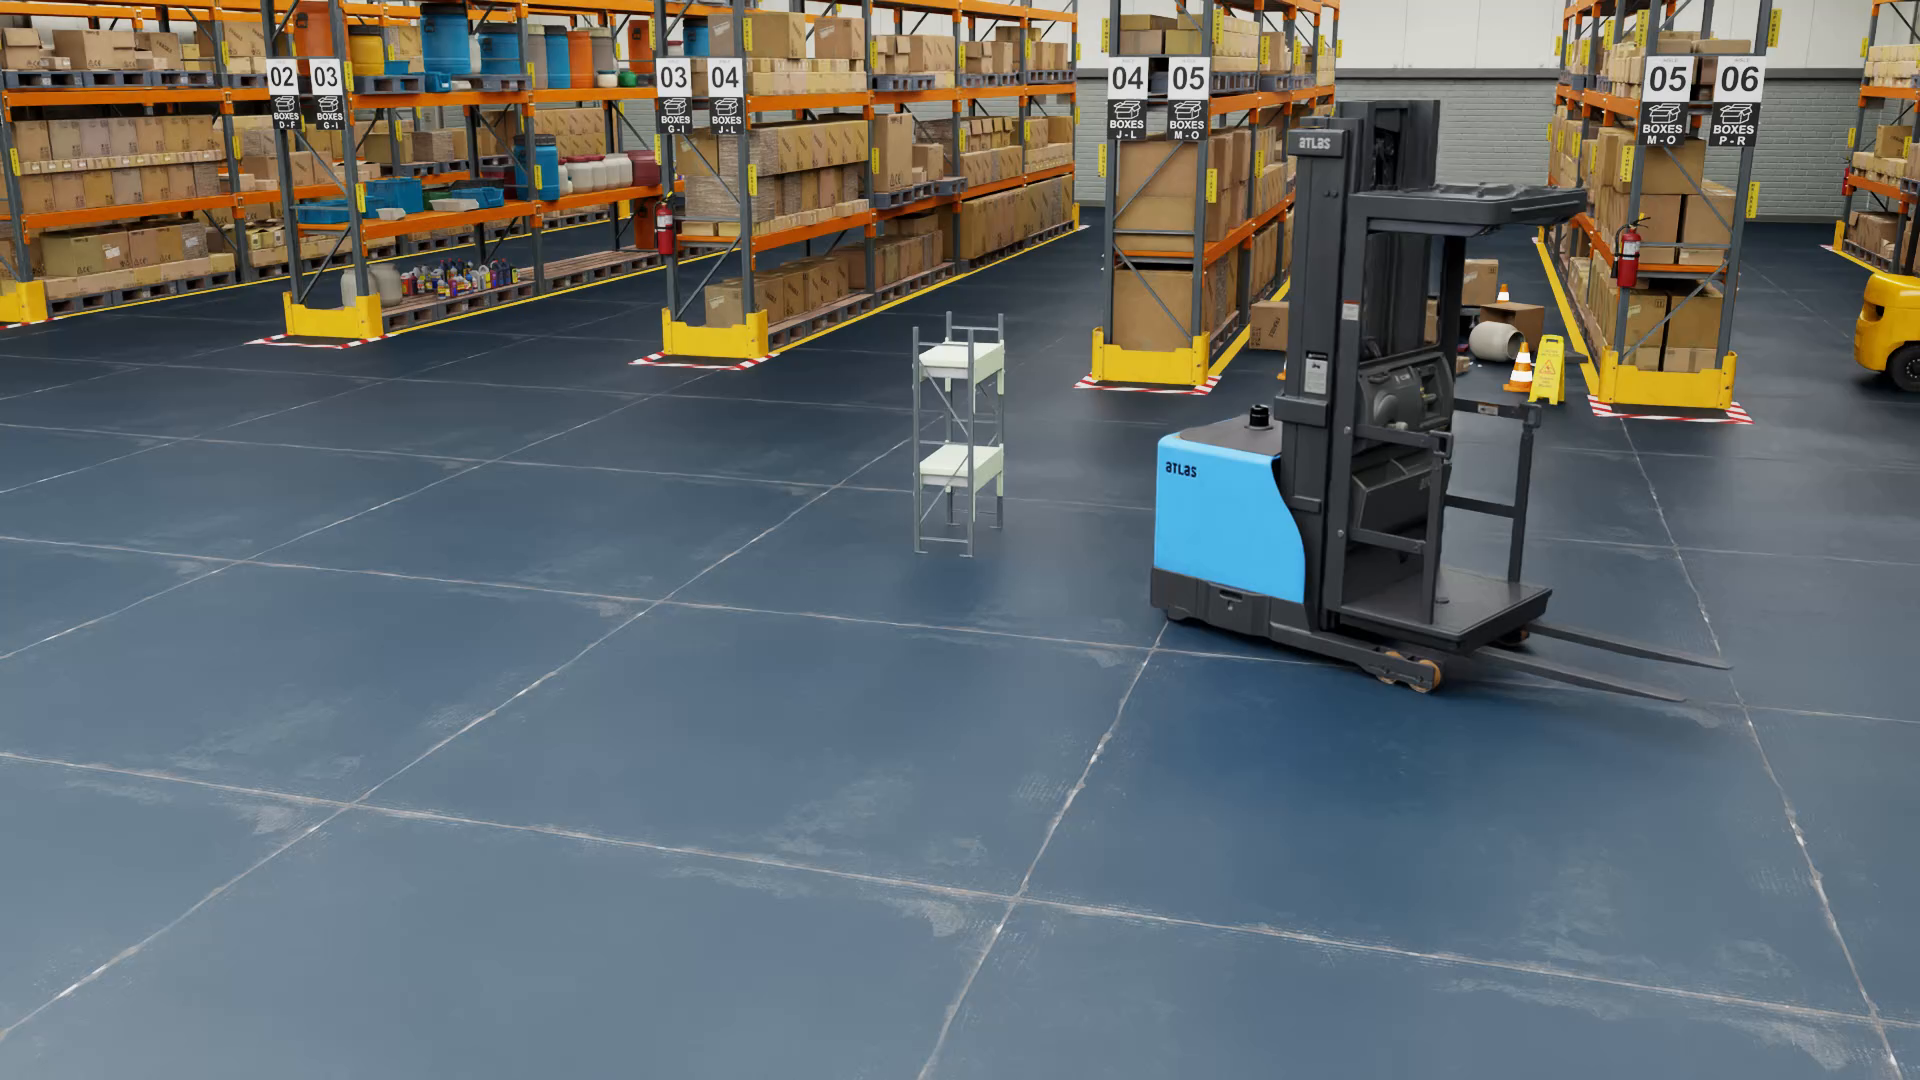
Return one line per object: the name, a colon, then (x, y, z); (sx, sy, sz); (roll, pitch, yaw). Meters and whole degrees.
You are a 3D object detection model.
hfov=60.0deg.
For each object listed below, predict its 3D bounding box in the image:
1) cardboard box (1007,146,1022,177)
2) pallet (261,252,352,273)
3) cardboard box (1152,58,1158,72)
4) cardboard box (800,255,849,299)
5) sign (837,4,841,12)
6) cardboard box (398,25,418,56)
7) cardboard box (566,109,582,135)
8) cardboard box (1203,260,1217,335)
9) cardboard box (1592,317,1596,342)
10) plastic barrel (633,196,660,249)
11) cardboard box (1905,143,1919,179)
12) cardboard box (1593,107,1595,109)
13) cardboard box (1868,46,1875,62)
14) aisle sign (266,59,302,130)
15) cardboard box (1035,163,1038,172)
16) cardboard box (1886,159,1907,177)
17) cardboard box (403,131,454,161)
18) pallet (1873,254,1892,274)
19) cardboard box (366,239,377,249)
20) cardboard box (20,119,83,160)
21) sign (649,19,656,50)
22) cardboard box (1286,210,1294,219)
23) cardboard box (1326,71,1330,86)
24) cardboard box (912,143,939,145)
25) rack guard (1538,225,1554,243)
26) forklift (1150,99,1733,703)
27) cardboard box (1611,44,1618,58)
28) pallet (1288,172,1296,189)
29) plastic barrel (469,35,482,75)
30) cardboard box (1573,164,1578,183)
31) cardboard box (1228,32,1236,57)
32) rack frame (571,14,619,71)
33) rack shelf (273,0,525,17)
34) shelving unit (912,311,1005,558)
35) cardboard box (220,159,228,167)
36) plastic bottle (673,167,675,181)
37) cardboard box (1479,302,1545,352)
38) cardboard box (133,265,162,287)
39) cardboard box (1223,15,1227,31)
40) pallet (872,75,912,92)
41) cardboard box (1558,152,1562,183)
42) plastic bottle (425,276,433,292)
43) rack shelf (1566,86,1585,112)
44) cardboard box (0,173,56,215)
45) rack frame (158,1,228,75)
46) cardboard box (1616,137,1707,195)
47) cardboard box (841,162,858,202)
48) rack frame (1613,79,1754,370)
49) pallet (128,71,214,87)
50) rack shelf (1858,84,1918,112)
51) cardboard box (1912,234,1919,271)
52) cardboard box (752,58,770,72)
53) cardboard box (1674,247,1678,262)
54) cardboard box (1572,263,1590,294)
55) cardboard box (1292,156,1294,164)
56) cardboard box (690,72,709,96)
cardboard box: (0.775, -6.558, 28.770); (0.500, 0.500, 0.500); (5, 16, 16)
pallet: (-10.608, -4.504, 26.822); (1.003, 0.211, 1.213); (5, 16, 16)
cardboard box: (1.804, -4.854, 16.957); (0.380, 0.149, 0.250); (5, 17, 16)
cardboard box: (-1.780, -3.458, 21.836); (0.500, 0.500, 0.500); (4, 16, 14)
sign: (-2.434, -10.776, 33.423); (0.100, 0.325, 0.005); (5, 16, 16)
cardboard box: (-9.713, -8.595, 28.623); (0.500, 0.500, 0.500); (5, 16, 16)
cardboard box: (-8.009, -8.458, 33.635); (0.500, 0.500, 0.500); (5, 17, 18)
cardboard box: (2.340, -2.695, 18.460); (0.875, 0.875, 0.875); (4, 16, 15)
cardboard box: (7.158, -2.258, 18.063); (0.500, 0.250, 0.500); (4, 16, 15)
plastic barrel: (-5.117, -5.278, 27.649); (0.600, 0.830, 0.708); (5, 16, 16)
cardboard box: (14.555, -5.642, 24.770); (0.700, 0.500, 0.500); (5, 17, 17)
cardboard box: (11.079, -7.395, 28.700); (0.380, 0.149, 0.250); (4, 16, 15)
cardboard box: (15.677, -8.205, 28.077); (0.500, 0.250, 0.500); (4, 16, 15)
aisle sign: (-7.818, -5.153, 19.235); (0.394, 0.787, 0.004); (5, 16, 16)
cardboard box: (1.198, -6.722, 29.991); (0.380, 0.149, 0.250); (5, 17, 18)
cardboard box: (14.946, -5.856, 26.209); (0.500, 0.250, 0.500); (5, 16, 16)
cardboard box: (-9.474, -7.024, 29.644); (0.700, 0.500, 0.500); (8, 18, 26)
pallet: (15.103, -4.339, 26.240); (1.003, 0.211, 1.213); (5, 16, 16)
cardboard box: (-10.046, -4.963, 27.601); (0.500, 0.250, 0.500); (4, 16, 15)
cardboard box: (-11.957, -5.228, 21.704); (0.700, 0.500, 0.500); (4, 16, 14)
sign: (-3.291, -5.431, 17.861); (0.100, 0.325, 0.005); (5, 16, 16)
cardboard box: (4.961, -4.979, 25.822); (0.500, 0.250, 0.500); (5, 17, 16)
cardboard box: (6.210, -8.117, 29.226); (0.500, 0.250, 0.500); (5, 17, 18)
cardboard box: (-0.606, -5.713, 25.020); (0.500, 0.500, 0.500); (3, 16, 9)
rack guard: (11.291, -5.735, 30.633); (1.175, 0.500, 0.348); (5, 16, 16)
forklift: (2.530, -0.785, 8.724); (3.031, 2.935, 1.130); (14, 21, 41)
cardboard box: (7.471, -5.441, 18.516); (0.380, 0.149, 0.250); (4, 16, 15)
pallet: (4.759, -5.624, 26.014); (1.003, 0.211, 1.213); (5, 16, 16)
plastic barrel: (-6.687, -6.546, 22.439); (0.421, 0.512, 0.421); (0, 16, 0)
cardboard box: (8.905, -5.153, 23.359); (0.500, 0.250, 0.500); (5, 16, 16)
cardboard box: (2.631, -5.238, 17.580); (0.500, 0.250, 0.500); (4, 16, 15)
rack frame: (-7.714, -11.355, 34.872); (1.000, 3.000, 0.127); (5, 16, 16)
rack shelf: (-6.945, -6.769, 20.754); (1.077, 0.370, 4.000); (5, 16, 16)
shelving unit: (-0.002, -0.720, 11.119); (0.431, 1.500, 0.755); (5, 16, 16)
cardboard box: (-13.997, -7.118, 31.352); (0.380, 0.149, 0.250); (5, 17, 16)
plastic bottle: (-4.748, -6.045, 27.382); (0.097, 0.271, 0.097); (0, 16, 0)
cardboard box: (6.265, -2.416, 18.925); (0.500, 0.500, 0.500); (-10, 19, -32)
cardboard box: (-11.468, -3.678, 23.067); (0.500, 0.250, 0.500); (5, 16, 16)
cardboard box: (2.507, -5.254, 16.904); (0.380, 0.149, 0.250); (4, 16, 15)
pallet: (-1.350, -6.066, 22.067); (1.213, 0.211, 1.003); (5, 16, 16)
cardboard box: (10.034, -6.074, 27.064); (0.500, 0.500, 0.500); (5, 17, 16)
plastic bottle: (-7.103, -3.424, 22.225); (0.097, 0.201, 0.097); (0, 16, 0)
rack shelf: (9.579, -6.459, 24.424); (1.077, 0.370, 4.000); (5, 16, 16)
cardboard box: (-12.116, -4.452, 21.346); (0.700, 0.500, 0.500); (5, 16, 16)
rack frame: (-11.124, -8.216, 23.803); (1.000, 3.000, 0.127); (5, 16, 16)
cardboard box: (6.673, -3.568, 15.851); (0.700, 0.500, 0.500); (4, 16, 15)
cardboard box: (-1.815, -4.639, 21.458); (0.875, 0.500, 0.500); (5, 16, 16)
rack frame: (6.737, -2.745, 15.511); (1.000, 3.000, 0.127); (5, 16, 16)
pallet: (-11.342, -6.505, 23.431); (1.003, 0.211, 1.213); (5, 16, 16)
rack shelf: (15.476, -7.121, 26.760); (1.077, 0.370, 4.000); (5, 16, 16)
cardboard box: (14.412, -4.251, 24.631); (0.500, 0.500, 0.500); (4, 16, 15)
cardboard box: (-2.298, -5.191, 18.181); (0.380, 0.149, 0.250); (5, 17, 17)
cardboard box: (7.090, -2.764, 16.039); (0.380, 0.149, 0.250); (5, 17, 17)
cardboard box: (8.638, -3.435, 21.990); (0.950, 0.372, 0.625); (4, 16, 15)
cardboard box: (5.003, -5.939, 25.916); (0.380, 0.149, 0.250); (5, 17, 18)
cardboard box: (-2.871, -5.031, 18.346); (0.500, 0.250, 0.500); (5, 17, 17)
